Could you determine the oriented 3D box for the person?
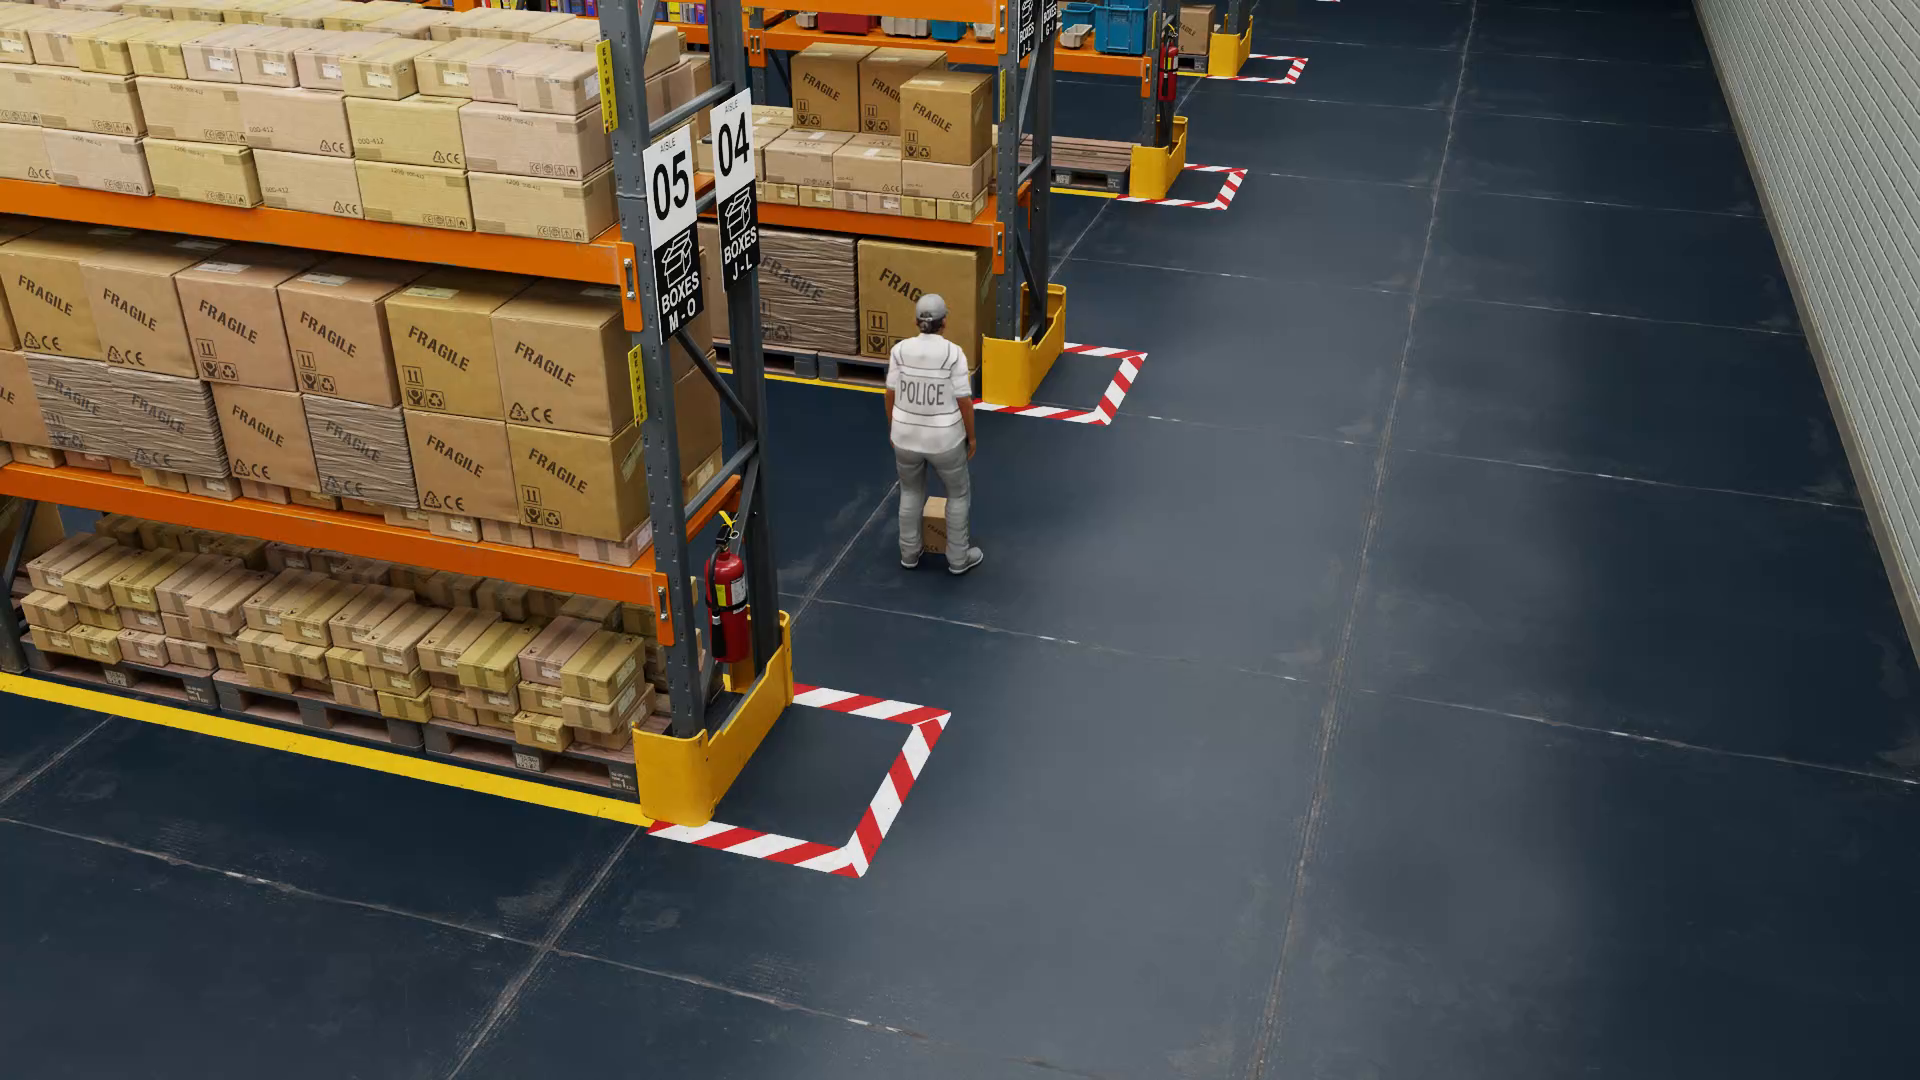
[{"bbox_3d":[-0.151,-0.599,9.556,0.542,1.666,0.470,8,30,15],"label":"person"}]
